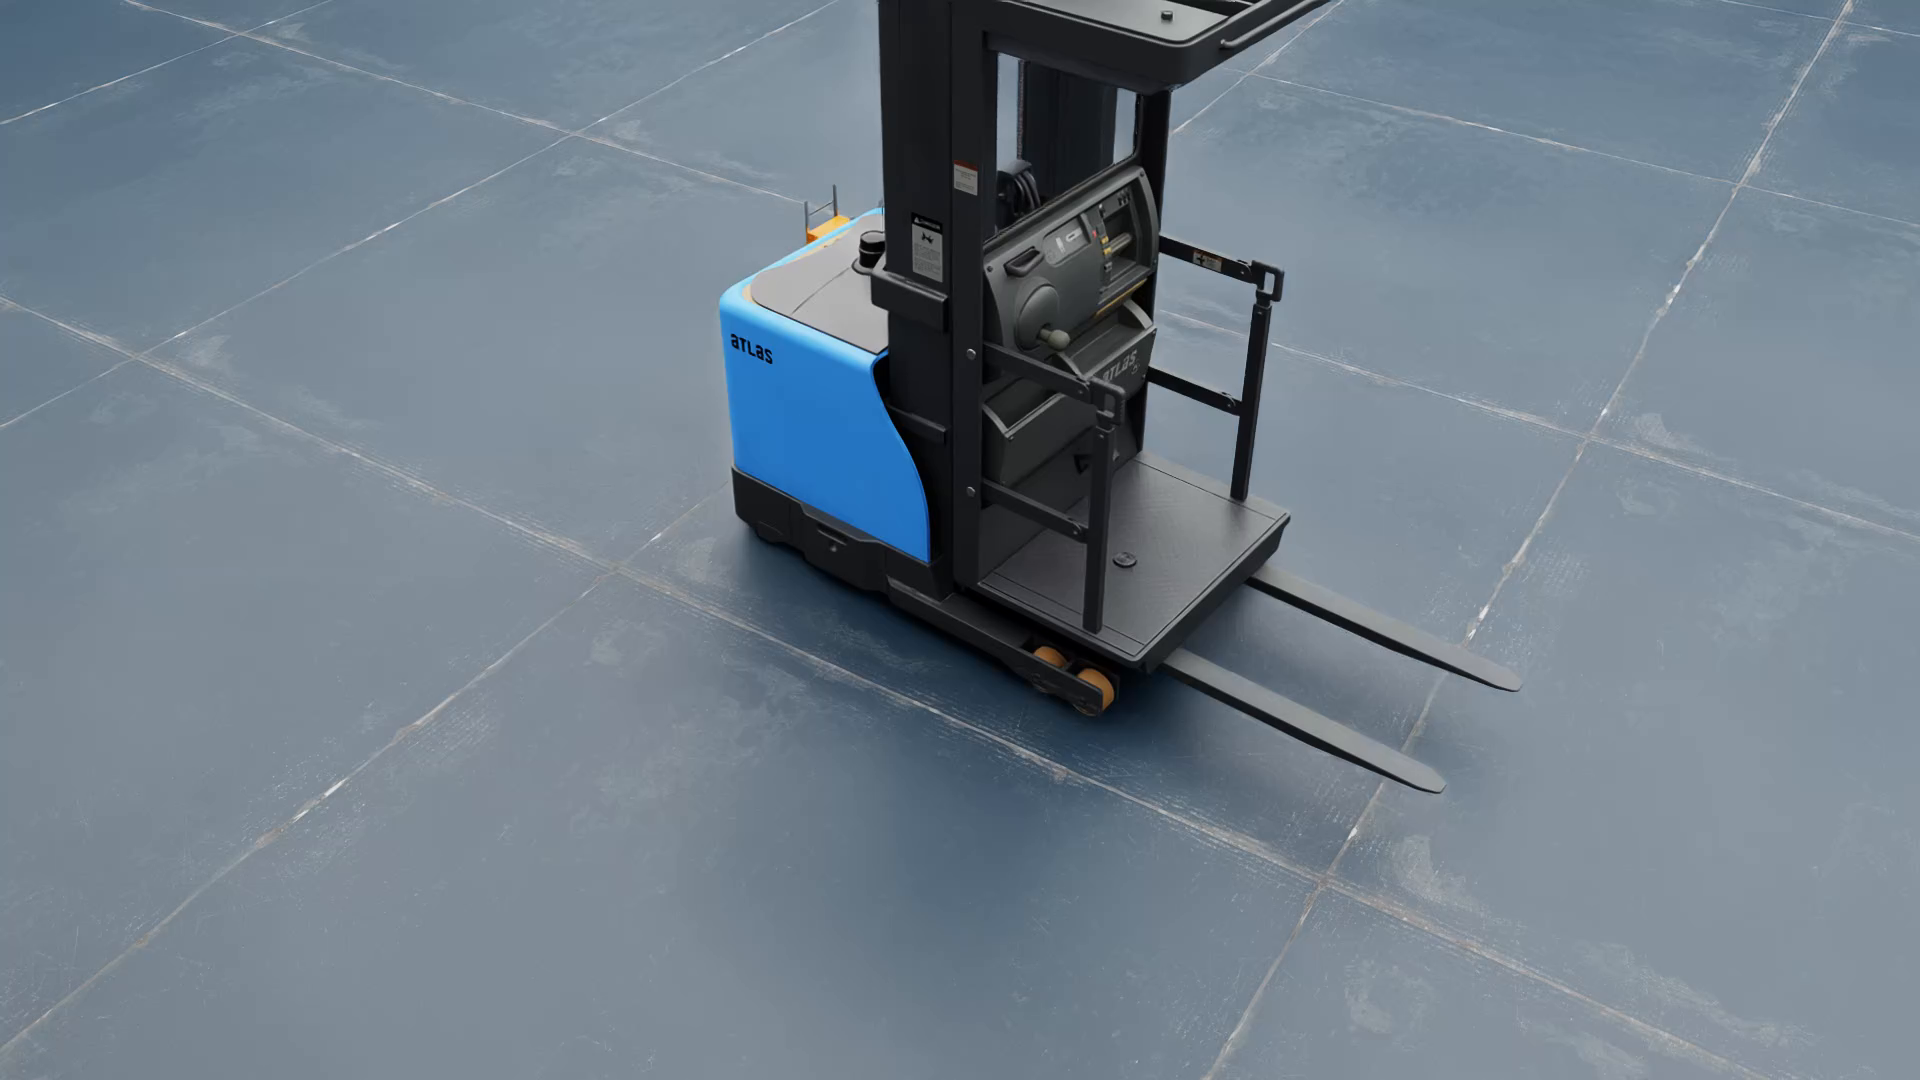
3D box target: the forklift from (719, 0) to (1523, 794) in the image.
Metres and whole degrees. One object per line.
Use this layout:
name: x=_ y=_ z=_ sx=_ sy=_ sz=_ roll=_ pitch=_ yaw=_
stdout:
forklift: x=0.553 y=-0.903 z=5.520 sx=3.031 sy=2.935 sz=1.130 roll=26 pitch=44 yaw=29

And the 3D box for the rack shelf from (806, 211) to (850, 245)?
rack shelf: x=-0.481 y=-1.198 z=6.997 sx=0.240 sy=0.259 sz=0.215 roll=24 pitch=44 yaw=28

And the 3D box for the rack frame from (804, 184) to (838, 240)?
rack frame: x=-0.579 y=-1.026 z=7.221 sx=0.008 sy=1.050 sz=0.200 roll=24 pitch=44 yaw=28

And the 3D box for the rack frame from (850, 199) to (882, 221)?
rack frame: x=-0.383 y=-0.937 z=7.106 sx=0.008 sy=1.050 sz=0.200 roll=24 pitch=44 yaw=28

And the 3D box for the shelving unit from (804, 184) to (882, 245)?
shelving unit: x=-0.481 y=-0.982 z=7.164 sx=0.252 sy=1.050 sz=0.215 roll=24 pitch=44 yaw=28
